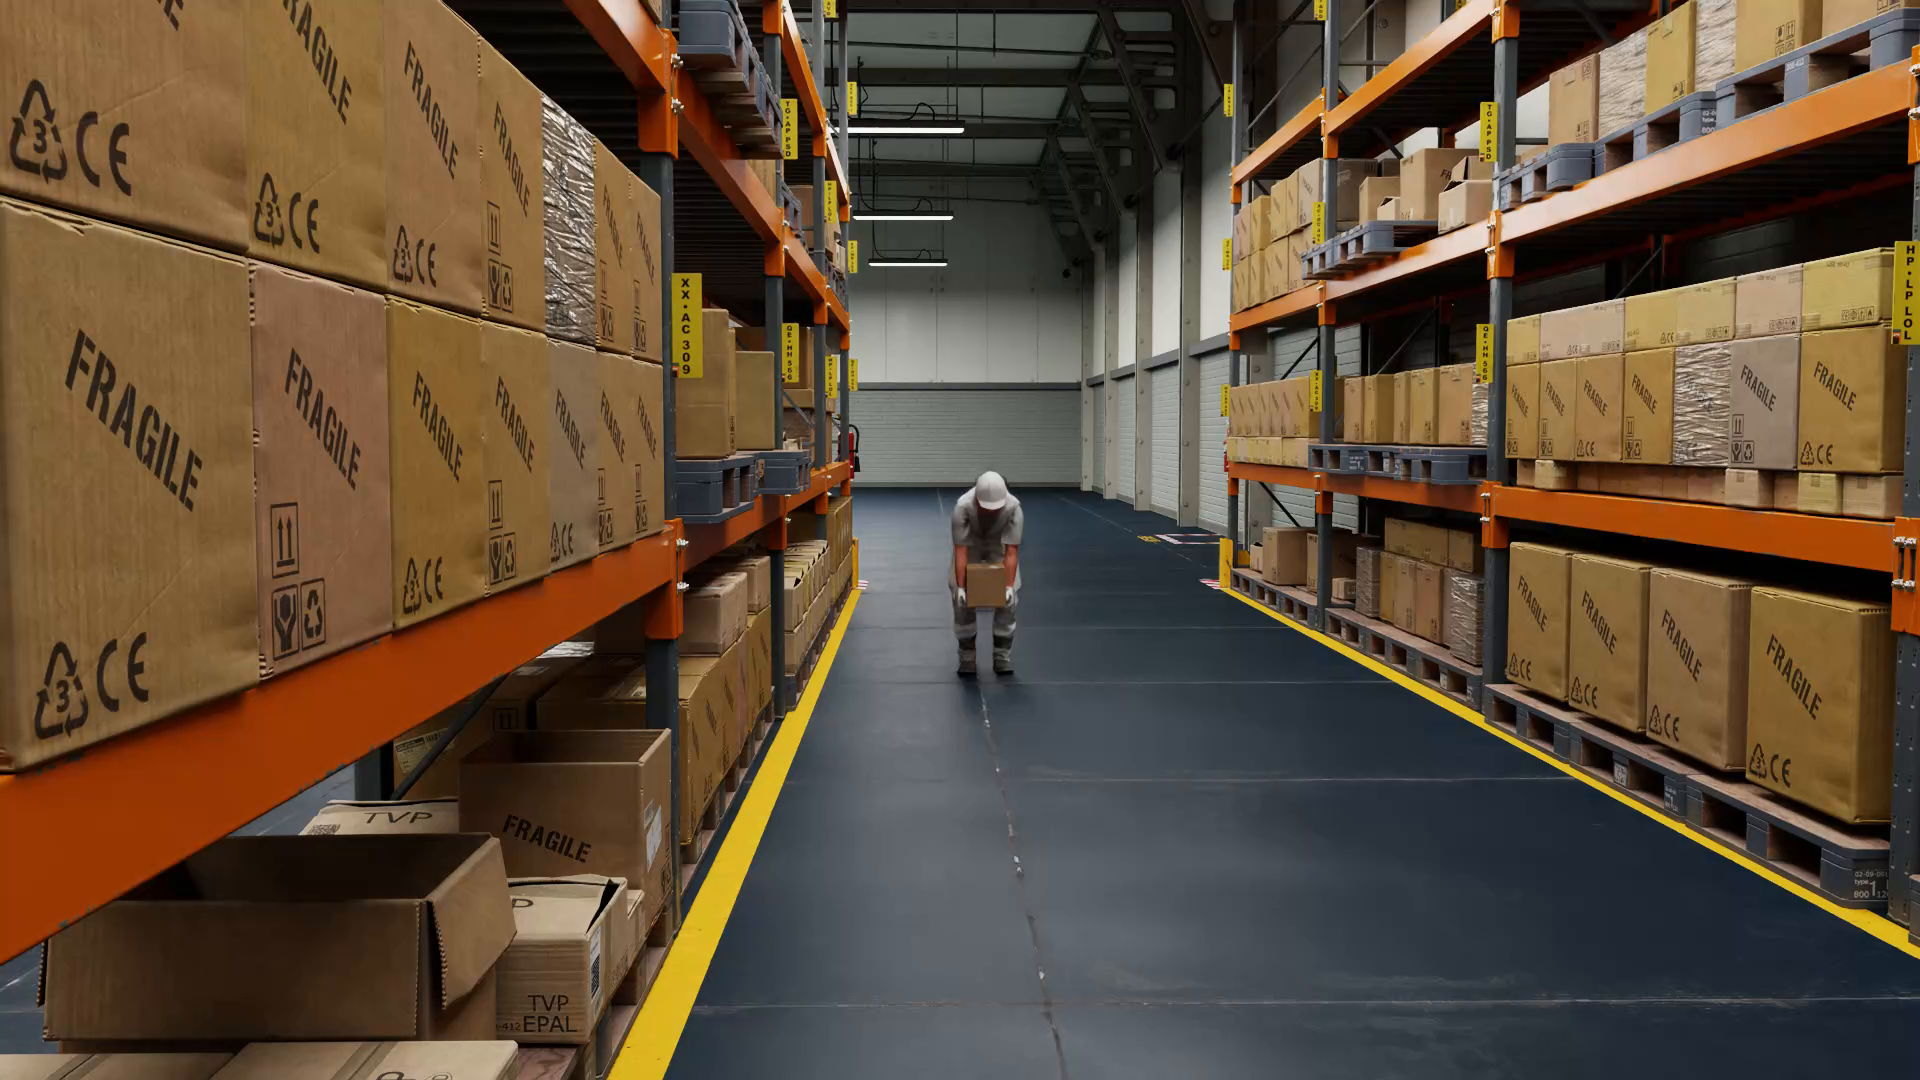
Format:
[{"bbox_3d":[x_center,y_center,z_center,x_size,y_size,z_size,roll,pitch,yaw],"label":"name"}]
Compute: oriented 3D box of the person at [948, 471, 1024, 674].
[{"bbox_3d":[0.173,0.219,10.927,0.492,1.354,0.899,0,4,-3],"label":"person"}]
